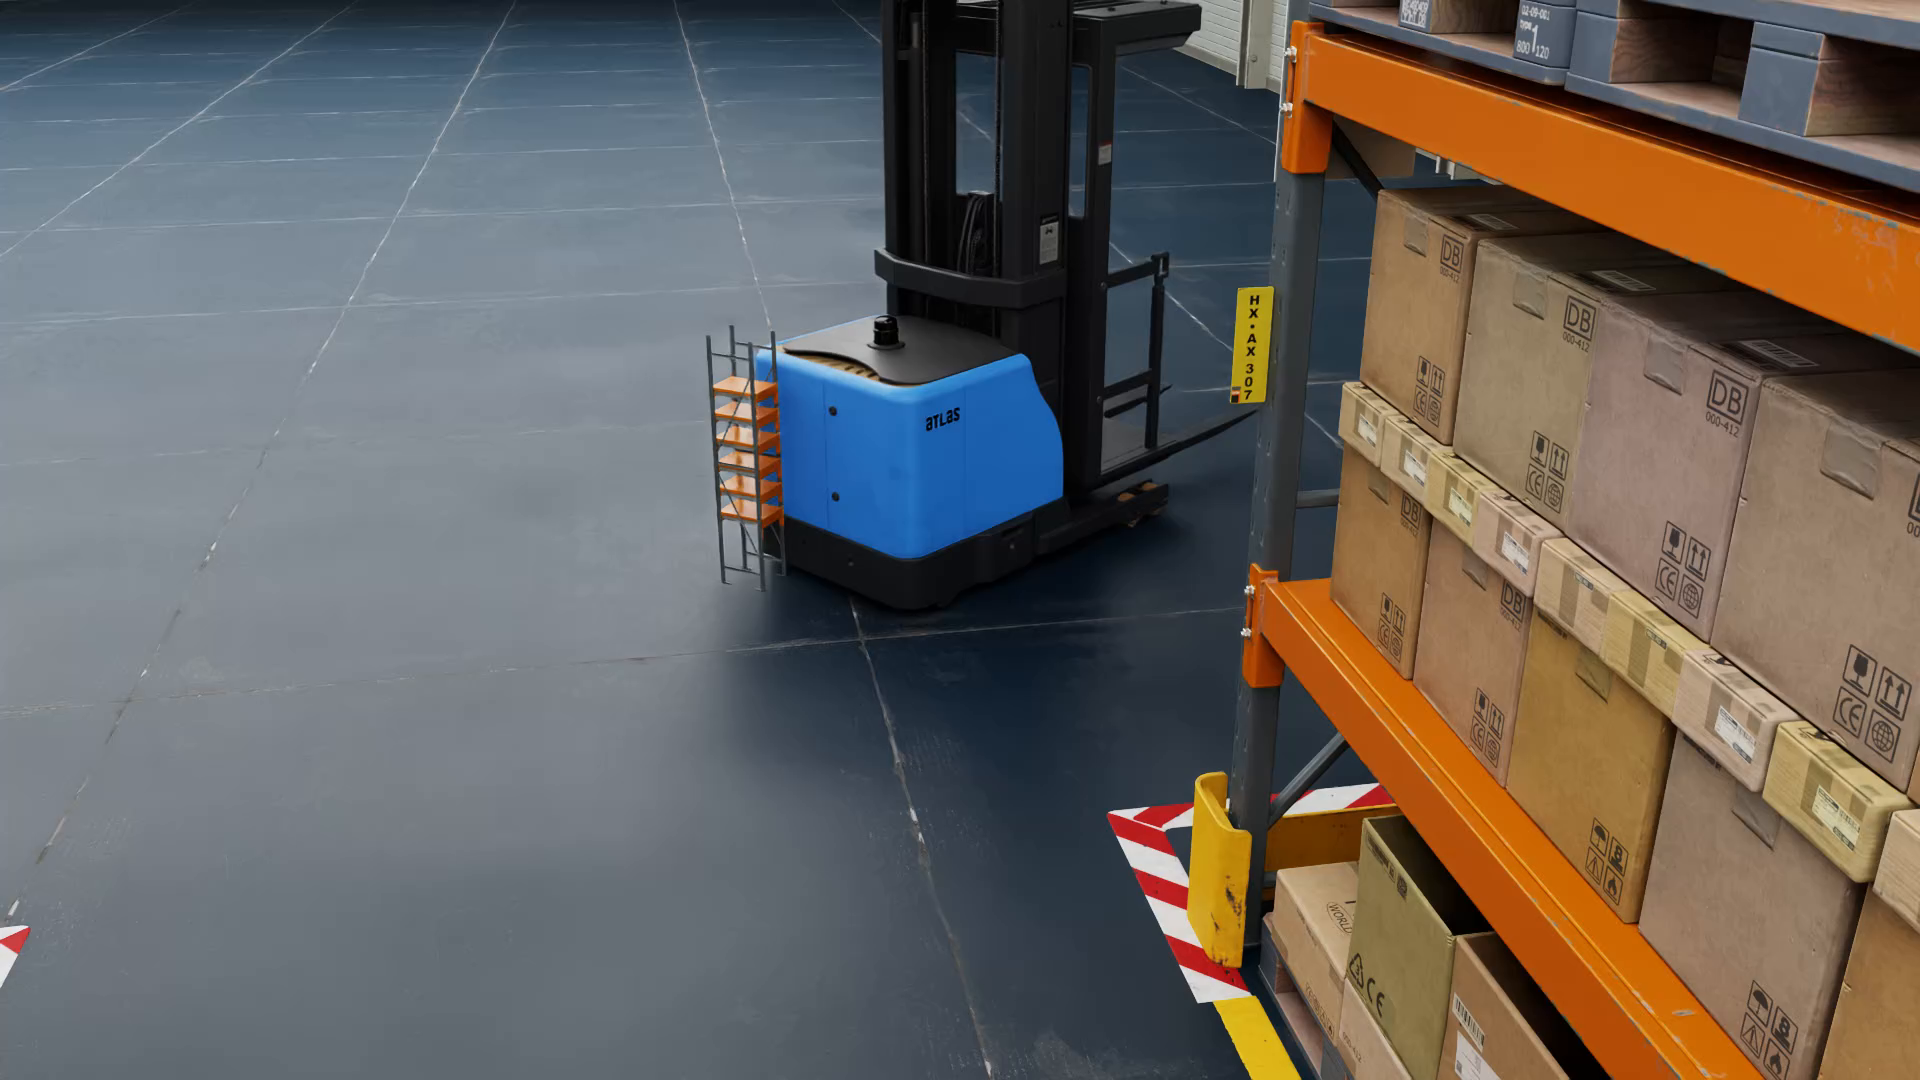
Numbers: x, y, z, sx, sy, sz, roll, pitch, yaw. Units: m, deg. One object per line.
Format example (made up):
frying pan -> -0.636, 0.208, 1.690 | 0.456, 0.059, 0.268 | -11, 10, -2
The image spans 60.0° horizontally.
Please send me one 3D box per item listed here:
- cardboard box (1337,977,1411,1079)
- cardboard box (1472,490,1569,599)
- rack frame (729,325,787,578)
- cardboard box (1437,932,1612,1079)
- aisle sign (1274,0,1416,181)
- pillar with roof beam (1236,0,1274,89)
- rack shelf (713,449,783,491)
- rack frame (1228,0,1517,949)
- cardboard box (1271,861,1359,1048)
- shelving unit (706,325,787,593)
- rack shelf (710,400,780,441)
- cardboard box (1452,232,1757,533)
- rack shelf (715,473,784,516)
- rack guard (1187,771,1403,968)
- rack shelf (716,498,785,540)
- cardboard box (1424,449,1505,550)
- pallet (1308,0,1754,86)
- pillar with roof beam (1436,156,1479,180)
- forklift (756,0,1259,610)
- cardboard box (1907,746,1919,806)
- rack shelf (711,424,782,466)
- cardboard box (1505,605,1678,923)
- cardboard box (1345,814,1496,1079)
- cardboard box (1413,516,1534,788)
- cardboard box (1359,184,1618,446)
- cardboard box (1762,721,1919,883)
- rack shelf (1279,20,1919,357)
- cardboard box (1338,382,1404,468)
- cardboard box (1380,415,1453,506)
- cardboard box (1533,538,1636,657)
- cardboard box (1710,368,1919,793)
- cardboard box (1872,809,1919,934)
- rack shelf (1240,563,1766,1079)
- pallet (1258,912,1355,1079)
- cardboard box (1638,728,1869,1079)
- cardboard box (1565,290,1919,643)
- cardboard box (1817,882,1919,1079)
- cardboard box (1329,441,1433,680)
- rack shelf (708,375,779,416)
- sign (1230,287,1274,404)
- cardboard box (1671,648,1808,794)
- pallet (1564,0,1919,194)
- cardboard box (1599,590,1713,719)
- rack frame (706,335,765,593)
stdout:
cardboard box -> 1.319, 1.356, 4.307 | 0.500, 0.250, 0.500 | -4, 24, -10
cardboard box -> 1.344, -0.007, 3.582 | 0.380, 0.149, 0.250 | -5, 24, -11
rack frame -> -0.927, -0.394, 7.654 | 0.240, 1.200, 0.006 | 11, 26, 24
cardboard box -> 1.422, 1.209, 3.709 | 0.500, 0.500, 0.500 | -4, 24, -10
aisle sign -> 1.029, -1.330, 4.298 | 0.394, 0.787, 0.004 | -4, 24, -10
pillar with roof beam -> -0.370, -9.802, 19.451 | 9.100, 9.000, 0.400 | -4, 24, -10
rack shelf -> -0.968, -0.321, 7.597 | 0.258, 0.103, 0.180 | 11, 26, 24
rack frame -> 1.342, -0.135, 4.811 | 1.000, 3.000, 0.127 | -4, 24, -10
cardboard box -> 1.223, 1.160, 4.757 | 0.500, 0.250, 0.500 | -4, 24, -10
shelving unit -> -0.968, -0.362, 7.579 | 0.258, 1.200, 0.189 | 11, 26, 24
rack shelf -> -0.968, -0.541, 7.501 | 0.258, 0.103, 0.180 | 11, 26, 24
cardboard box -> 1.528, -0.364, 3.589 | 0.700, 0.500, 0.500 | -5, 24, -11
rack shelf -> -0.968, -0.211, 7.645 | 0.258, 0.103, 0.180 | 11, 26, 24
rack guard -> 1.338, 1.001, 5.333 | 1.175, 0.500, 0.348 | -4, 24, -10
rack shelf -> -0.968, -0.101, 7.693 | 0.258, 0.103, 0.180 | 11, 26, 24
cardboard box -> 1.299, -0.106, 3.809 | 0.380, 0.149, 0.250 | -4, 24, -10
pallet -> 1.447, -1.189, 3.588 | 1.003, 0.211, 1.213 | -4, 24, -10
pillar with roof beam -> 0.739, -7.442, 14.047 | 9.100, 9.000, 0.400 | -4, 24, -10
forklift -> 0.424, -1.537, 8.107 | 1.130, 2.935, 3.031 | 20, 31, 39
cardboard box -> 1.807, 0.228, 2.234 | 0.700, 0.500, 0.500 | -4, 24, -10
rack shelf -> -0.968, -0.431, 7.549 | 0.258, 0.103, 0.180 | 11, 26, 24
cardboard box -> 1.604, 0.406, 3.448 | 0.700, 0.500, 0.500 | -4, 24, -9
cardboard box -> 1.317, 1.013, 4.157 | 0.500, 0.500, 0.500 | -4, 24, -10
cardboard box -> 1.518, 0.210, 3.897 | 0.700, 0.500, 0.500 | -4, 24, -8
cardboard box -> 1.426, -0.570, 4.061 | 0.700, 0.500, 0.500 | -4, 24, -10
cardboard box -> 1.536, 0.400, 2.650 | 0.380, 0.149, 0.250 | -4, 24, -8
rack shelf -> 1.712, -0.393, 2.554 | 1.077, 0.370, 4.000 | -4, 24, -10
cardboard box -> 1.203, -0.308, 4.272 | 0.380, 0.149, 0.250 | -4, 24, -10
cardboard box -> 1.255, -0.204, 4.034 | 0.380, 0.149, 0.250 | -5, 24, -11
cardboard box -> 1.396, 0.098, 3.342 | 0.380, 0.149, 0.250 | -5, 24, -12
cardboard box -> 1.715, 0.032, 2.684 | 0.700, 0.500, 0.500 | -4, 24, -10
cardboard box -> 1.588, 0.505, 2.412 | 0.380, 0.149, 0.250 | -4, 24, -8
rack shelf -> 1.712, 0.981, 3.154 | 1.077, 0.370, 4.000 | -4, 24, -10
pallet -> 1.525, 1.440, 4.688 | 1.003, 0.211, 1.213 | -4, 24, -10
cardboard box -> 1.705, 0.612, 2.975 | 0.700, 0.500, 0.500 | -4, 24, -8
cardboard box -> 1.622, -0.165, 3.135 | 0.700, 0.500, 0.500 | -4, 24, -10
cardboard box -> 1.801, 0.814, 2.514 | 0.700, 0.500, 0.500 | -4, 24, -9
cardboard box -> 1.416, 0.004, 4.369 | 0.700, 0.500, 0.500 | -4, 24, -10
rack shelf -> -0.968, -0.651, 7.453 | 0.258, 0.103, 0.180 | 11, 26, 24
sign -> 0.796, -0.529, 4.534 | 0.100, 0.325, 0.005 | -4, 24, -10
cardboard box -> 1.486, 0.297, 2.887 | 0.380, 0.149, 0.250 | -4, 24, -9
pallet -> 1.676, -0.708, 2.487 | 1.003, 0.211, 1.213 | -4, 24, -10
cardboard box -> 1.443, 0.199, 3.112 | 0.380, 0.149, 0.250 | -5, 24, -10
rack frame -> -1.010, -0.329, 7.504 | 0.240, 1.200, 0.006 | 11, 26, 24
